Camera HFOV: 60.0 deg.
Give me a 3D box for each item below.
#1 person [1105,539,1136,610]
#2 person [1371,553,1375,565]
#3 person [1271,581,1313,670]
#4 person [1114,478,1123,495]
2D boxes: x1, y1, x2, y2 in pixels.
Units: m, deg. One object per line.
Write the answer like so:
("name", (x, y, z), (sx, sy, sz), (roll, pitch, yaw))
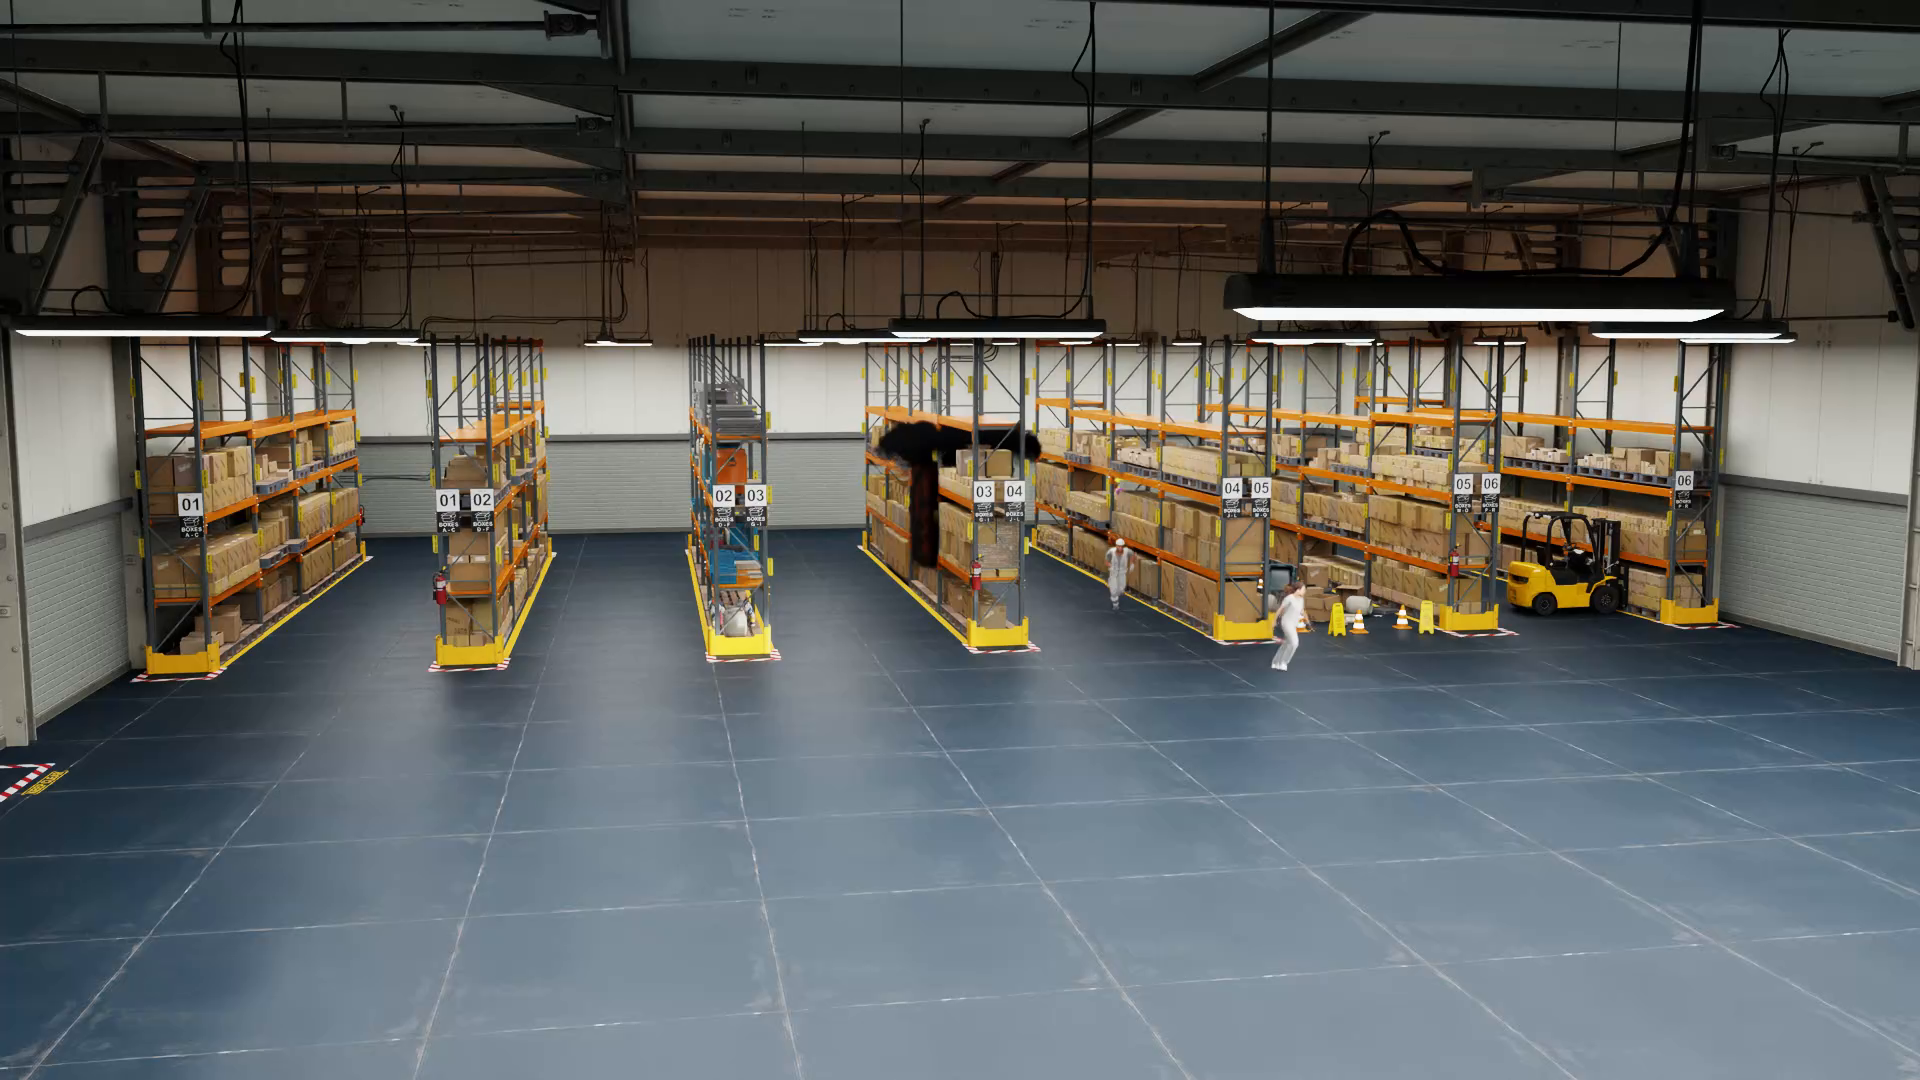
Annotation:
("person", (3.455, 0.737, 35.906), (0.693, 1.600, 0.850), (-1, 7, -4))
("person", (10.593, 0.099, 41.946), (0.601, 1.681, 0.936), (-2, 7, -15))
("person", (5.885, 1.523, 29.596), (0.559, 1.618, 0.687), (-6, 9, -41))
("person", (4.807, -1.022, 50.947), (0.992, 1.753, 0.708), (-3, 7, -25))
